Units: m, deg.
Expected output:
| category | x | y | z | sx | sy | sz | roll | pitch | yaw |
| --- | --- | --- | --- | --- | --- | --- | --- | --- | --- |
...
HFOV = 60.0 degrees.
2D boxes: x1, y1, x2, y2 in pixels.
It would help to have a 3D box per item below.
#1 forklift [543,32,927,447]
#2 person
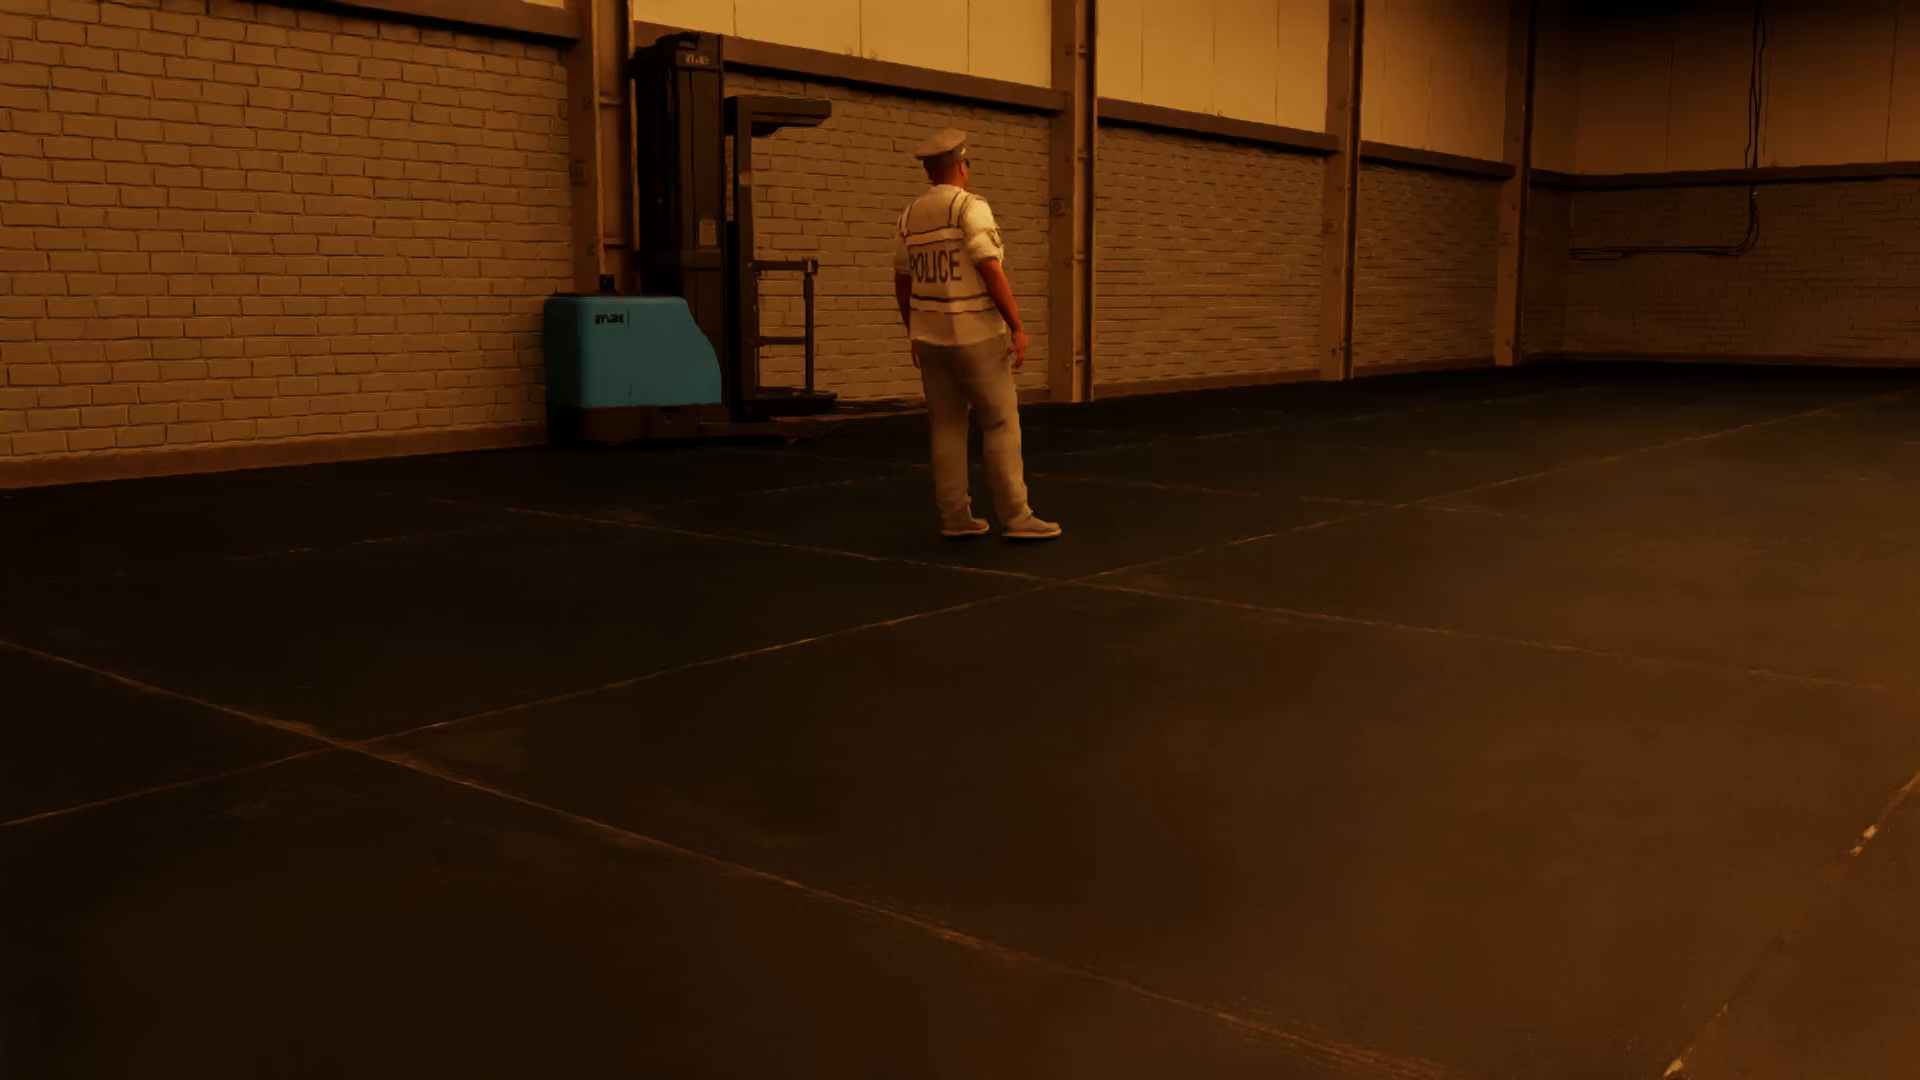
| category | x | y | z | sx | sy | sz | roll | pitch | yaw |
| --- | --- | --- | --- | --- | --- | --- | --- | --- | --- |
| forklift | -1.604 | -2.239 | 12.579 | 3.031 | 2.935 | 1.130 | -5 | 10 | -31 |
| person | 0.058 | -0.897 | 7.327 | 0.640 | 1.781 | 0.574 | 7 | 11 | 38 |
